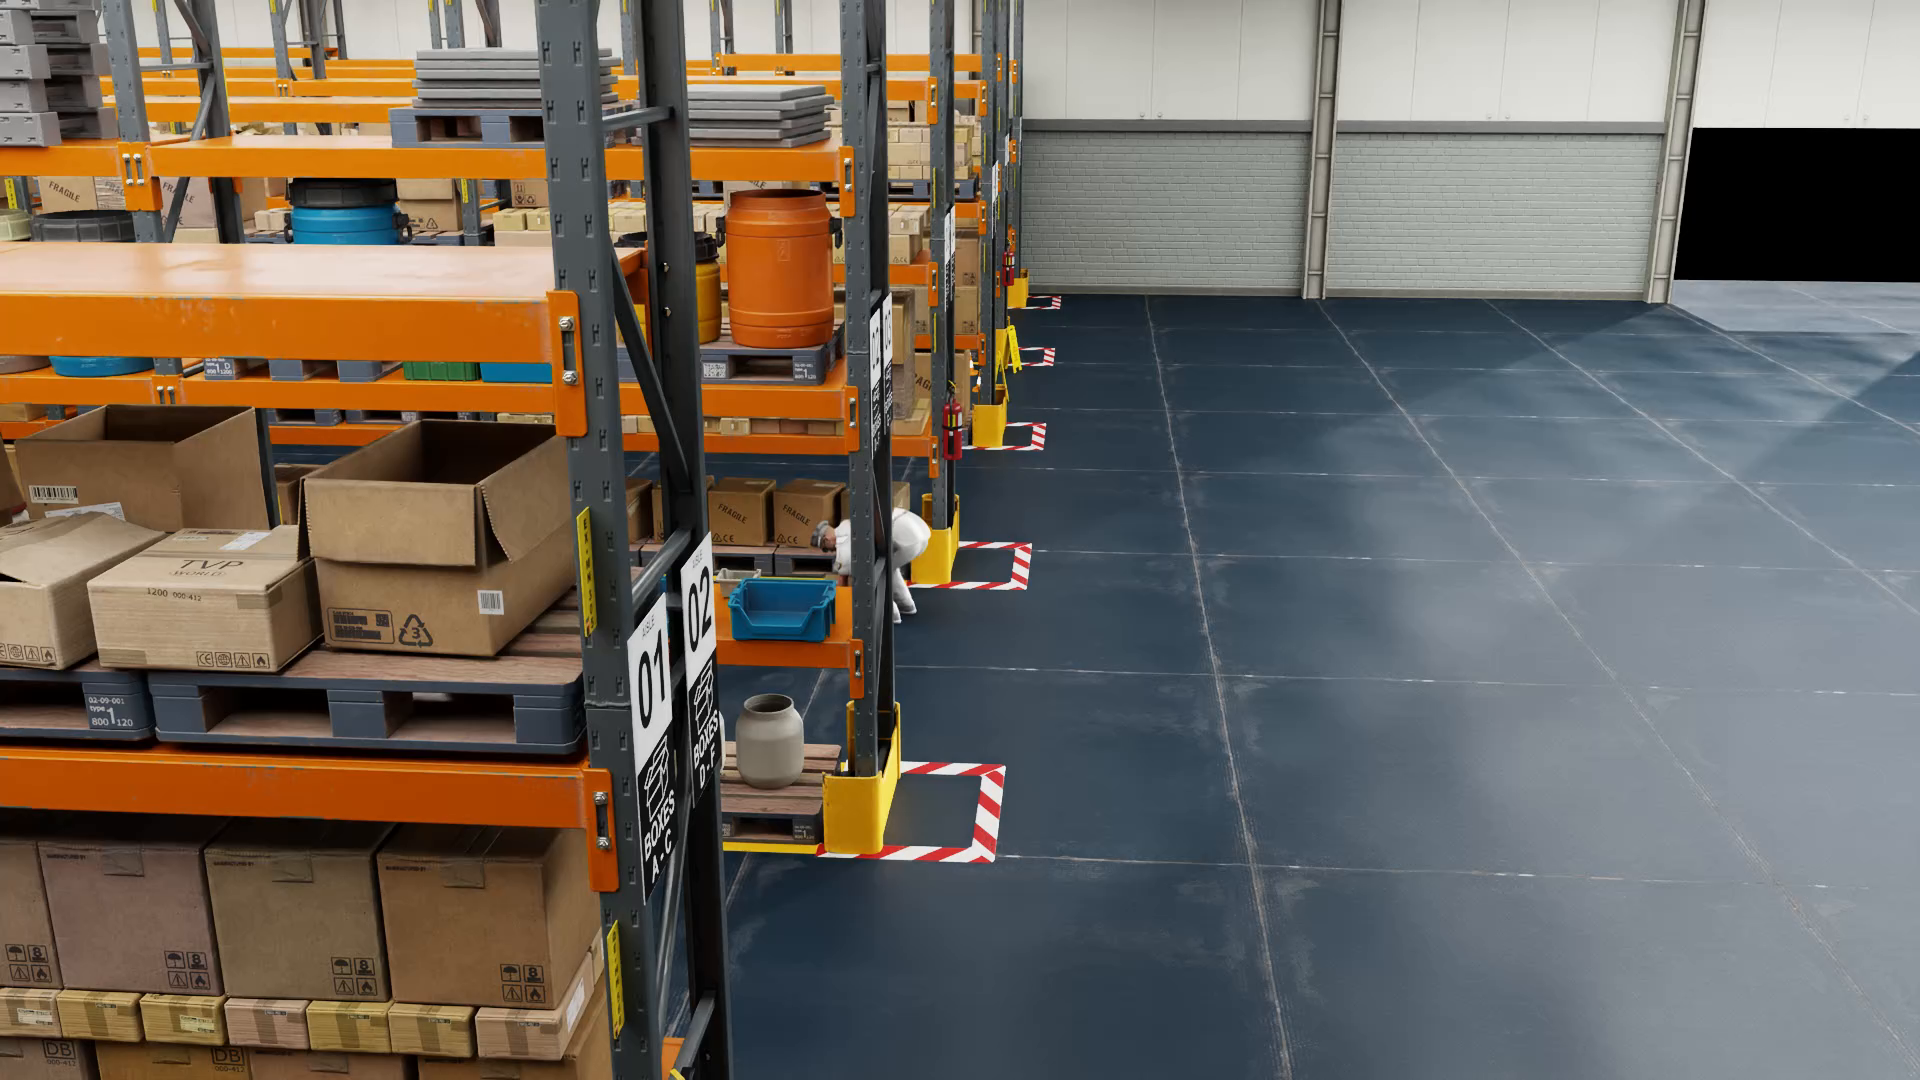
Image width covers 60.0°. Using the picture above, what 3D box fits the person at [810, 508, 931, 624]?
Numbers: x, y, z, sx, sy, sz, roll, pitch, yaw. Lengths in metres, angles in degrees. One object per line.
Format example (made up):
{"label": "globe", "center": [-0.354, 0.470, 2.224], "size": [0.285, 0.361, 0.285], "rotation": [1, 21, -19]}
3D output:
{"label": "person", "center": [-0.754, 0.188, 13.831], "size": [1.023, 0.928, 0.544], "rotation": [7, 19, 21]}
